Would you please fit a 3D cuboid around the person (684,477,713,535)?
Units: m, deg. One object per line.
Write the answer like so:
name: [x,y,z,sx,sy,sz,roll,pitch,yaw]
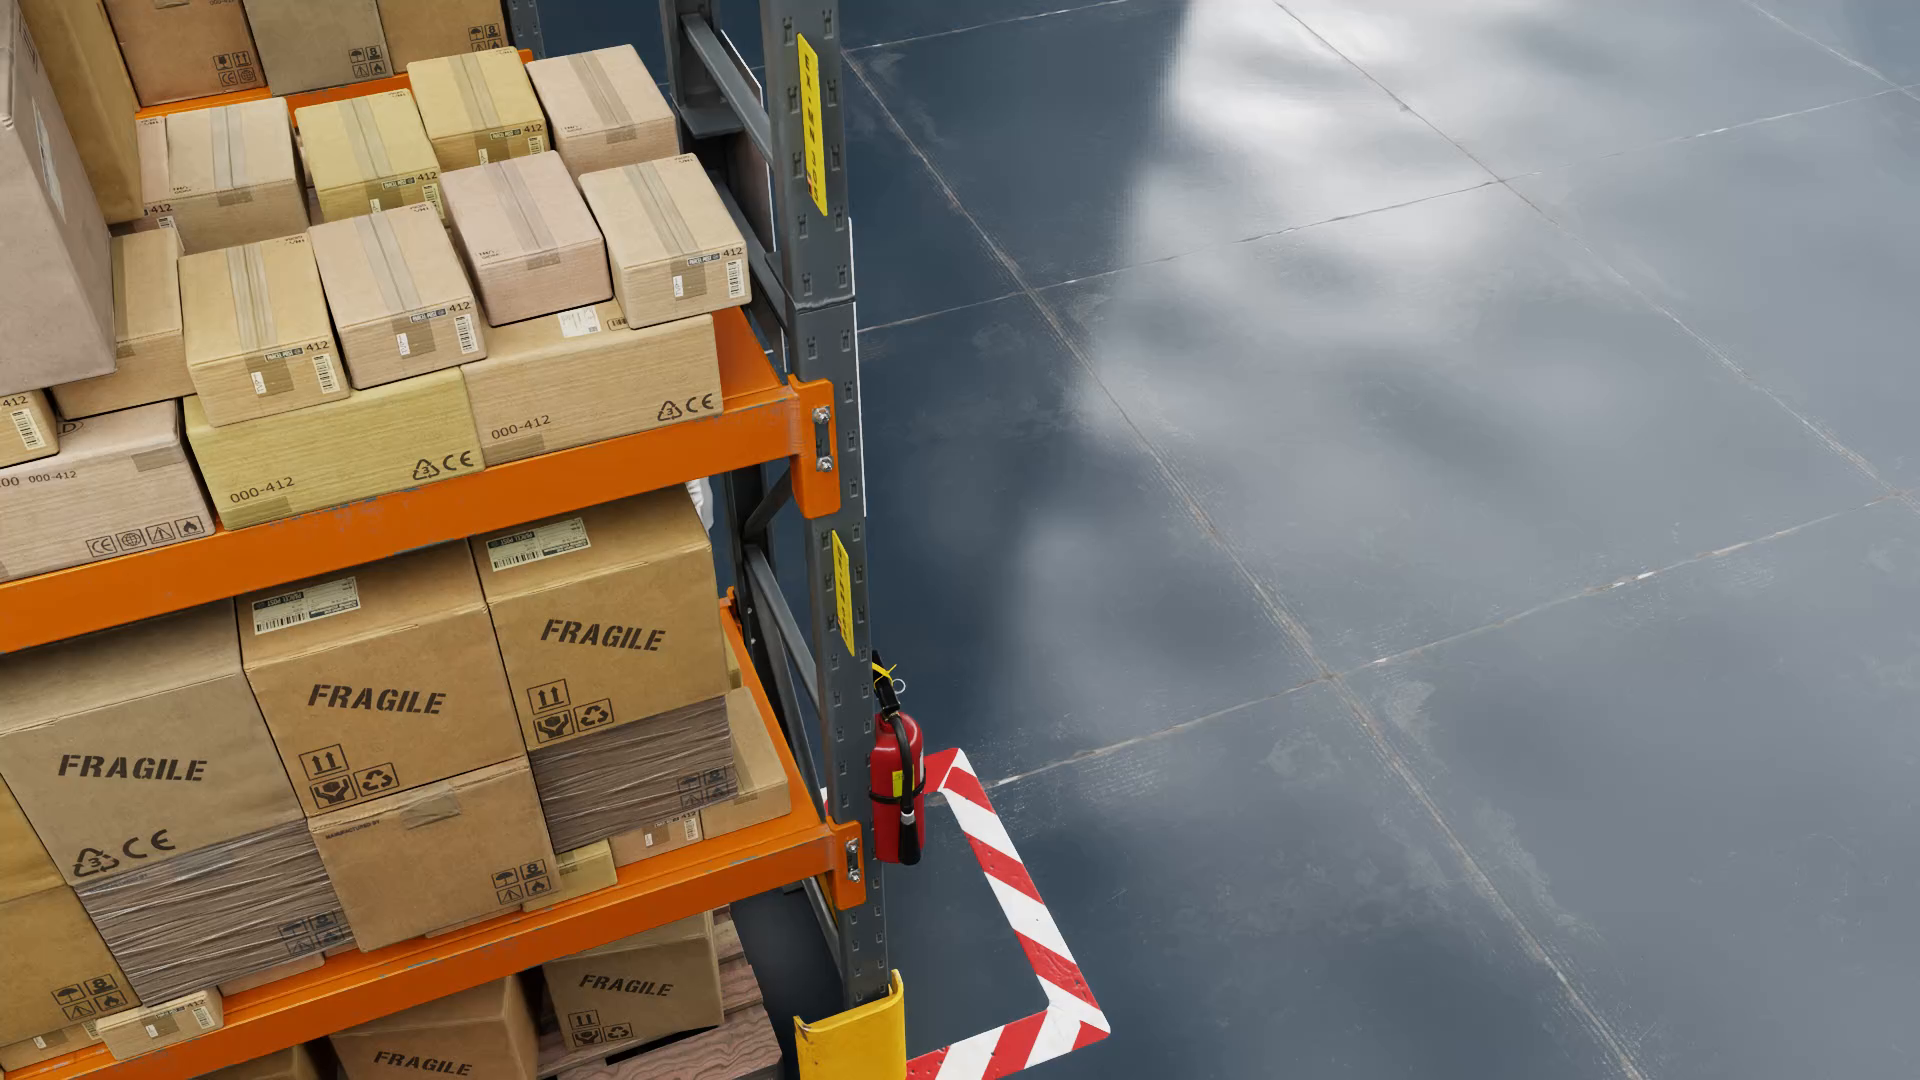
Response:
person: [-1.113,-0.070,6.245,0.346,1.593,0.465,-28,49,-28]
